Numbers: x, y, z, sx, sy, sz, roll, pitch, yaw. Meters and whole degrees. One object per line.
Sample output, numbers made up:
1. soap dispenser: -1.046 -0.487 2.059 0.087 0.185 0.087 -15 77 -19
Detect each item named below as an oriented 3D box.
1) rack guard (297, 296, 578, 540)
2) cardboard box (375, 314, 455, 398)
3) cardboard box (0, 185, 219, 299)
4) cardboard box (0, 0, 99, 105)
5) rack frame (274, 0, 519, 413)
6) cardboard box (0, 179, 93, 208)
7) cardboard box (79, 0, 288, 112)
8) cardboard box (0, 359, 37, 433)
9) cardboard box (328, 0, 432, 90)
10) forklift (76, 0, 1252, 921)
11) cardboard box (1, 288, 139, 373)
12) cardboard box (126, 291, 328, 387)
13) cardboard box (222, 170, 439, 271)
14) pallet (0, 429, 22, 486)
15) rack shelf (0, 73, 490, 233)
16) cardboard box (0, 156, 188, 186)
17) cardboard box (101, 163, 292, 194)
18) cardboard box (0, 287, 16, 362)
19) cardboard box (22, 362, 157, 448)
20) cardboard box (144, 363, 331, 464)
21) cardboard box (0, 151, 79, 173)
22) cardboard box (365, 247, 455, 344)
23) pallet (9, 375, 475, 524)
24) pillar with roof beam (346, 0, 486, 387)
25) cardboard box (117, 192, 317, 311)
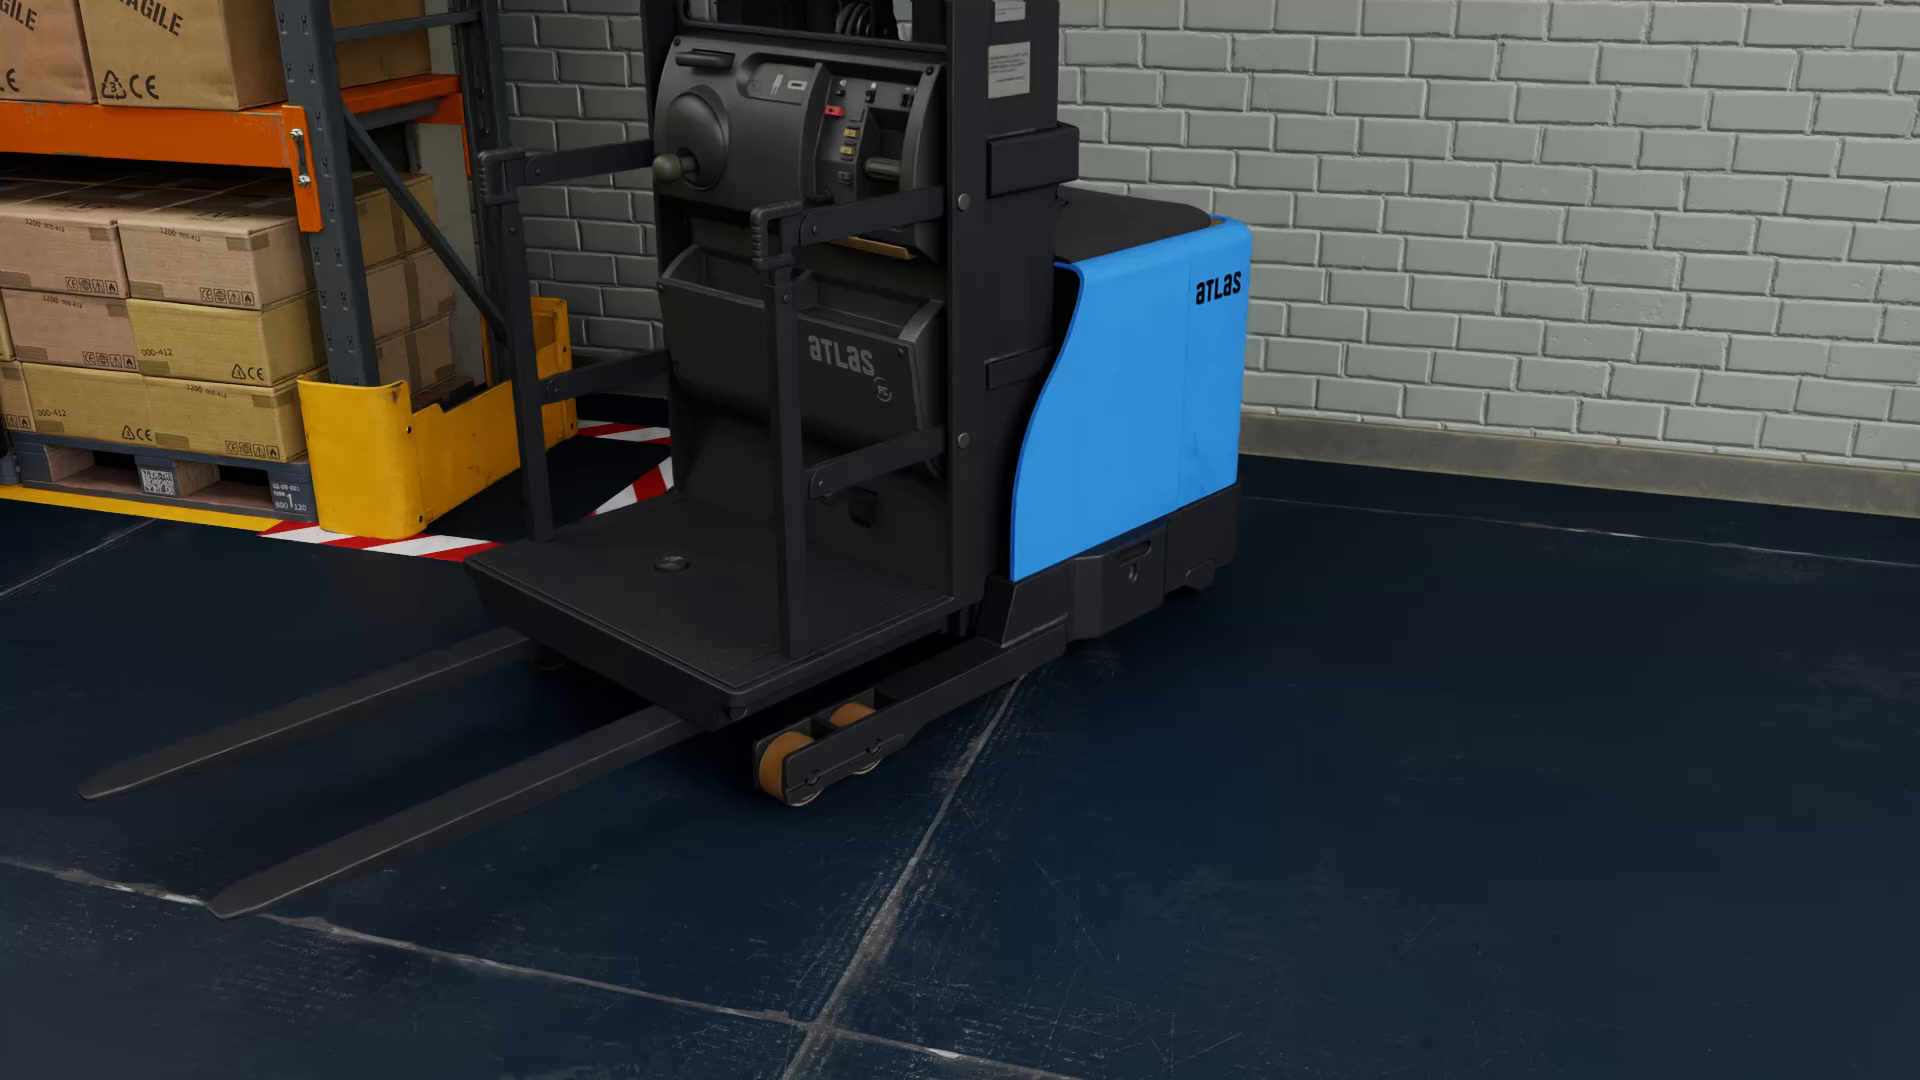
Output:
1. rack guard: -1.753 -0.457 5.725 0.348 0.500 1.175 7 23 16
2. cardboard box: -2.190 -0.663 6.004 0.500 0.250 0.500 7 23 16
3. cardboard box: -2.798 -0.992 5.488 0.500 0.250 0.500 7 23 16
4. cardboard box: -2.817 -1.681 5.284 0.500 0.500 0.500 7 23 17
5. rack frame: -1.776 -1.616 5.257 0.127 3.000 1.000 7 23 16
6. cardboard box: -3.284 -1.044 5.614 0.500 0.250 0.500 7 23 16
7. cardboard box: -2.323 -1.621 5.137 0.500 0.500 0.500 6 23 14
8. cardboard box: -3.267 -0.591 5.828 0.500 0.250 0.500 7 23 16
9. cardboard box: -2.170 -1.818 5.617 0.500 0.500 0.500 7 23 17
10. forklift: -0.547 -0.968 3.769 1.130 2.935 3.031 20 29 39
11. cardboard box: -2.810 -0.768 5.601 0.500 0.250 0.500 6 23 15
12. cardboard box: -2.333 -0.709 5.458 0.500 0.250 0.500 6 23 15
13. cardboard box: -2.182 -1.122 5.806 0.500 0.250 0.500 6 23 15
14. pallet: -3.685 -0.529 6.282 1.213 0.211 1.003 7 23 15
15. rack shelf: -3.691 -1.502 5.928 4.000 0.370 1.077 7 23 16
16. cardboard box: -3.137 -1.234 6.079 0.500 0.250 0.500 6 23 15
17. cardboard box: -2.661 -1.176 5.936 0.500 0.250 0.500 7 23 16
18. cardboard box: -3.310 -0.817 5.721 0.500 0.250 0.500 6 23 14
19. cardboard box: -2.791 -0.533 5.686 0.500 0.250 0.500 7 23 15
20. cardboard box: -2.317 -0.475 5.545 0.500 0.250 0.500 7 23 16
21. cardboard box: -3.625 -1.293 6.222 0.500 0.250 0.500 6 23 14
22. cardboard box: -2.166 -0.897 5.914 0.500 0.250 0.500 7 23 16
23. pallet: -2.520 -0.395 5.954 1.213 0.211 1.003 7 23 16
24. pillar with roof beam: -3.426 -3.231 1.290 0.400 9.000 9.100 7 23 16
25. cardboard box: -2.307 -0.938 5.356 0.500 0.250 0.500 7 23 17
